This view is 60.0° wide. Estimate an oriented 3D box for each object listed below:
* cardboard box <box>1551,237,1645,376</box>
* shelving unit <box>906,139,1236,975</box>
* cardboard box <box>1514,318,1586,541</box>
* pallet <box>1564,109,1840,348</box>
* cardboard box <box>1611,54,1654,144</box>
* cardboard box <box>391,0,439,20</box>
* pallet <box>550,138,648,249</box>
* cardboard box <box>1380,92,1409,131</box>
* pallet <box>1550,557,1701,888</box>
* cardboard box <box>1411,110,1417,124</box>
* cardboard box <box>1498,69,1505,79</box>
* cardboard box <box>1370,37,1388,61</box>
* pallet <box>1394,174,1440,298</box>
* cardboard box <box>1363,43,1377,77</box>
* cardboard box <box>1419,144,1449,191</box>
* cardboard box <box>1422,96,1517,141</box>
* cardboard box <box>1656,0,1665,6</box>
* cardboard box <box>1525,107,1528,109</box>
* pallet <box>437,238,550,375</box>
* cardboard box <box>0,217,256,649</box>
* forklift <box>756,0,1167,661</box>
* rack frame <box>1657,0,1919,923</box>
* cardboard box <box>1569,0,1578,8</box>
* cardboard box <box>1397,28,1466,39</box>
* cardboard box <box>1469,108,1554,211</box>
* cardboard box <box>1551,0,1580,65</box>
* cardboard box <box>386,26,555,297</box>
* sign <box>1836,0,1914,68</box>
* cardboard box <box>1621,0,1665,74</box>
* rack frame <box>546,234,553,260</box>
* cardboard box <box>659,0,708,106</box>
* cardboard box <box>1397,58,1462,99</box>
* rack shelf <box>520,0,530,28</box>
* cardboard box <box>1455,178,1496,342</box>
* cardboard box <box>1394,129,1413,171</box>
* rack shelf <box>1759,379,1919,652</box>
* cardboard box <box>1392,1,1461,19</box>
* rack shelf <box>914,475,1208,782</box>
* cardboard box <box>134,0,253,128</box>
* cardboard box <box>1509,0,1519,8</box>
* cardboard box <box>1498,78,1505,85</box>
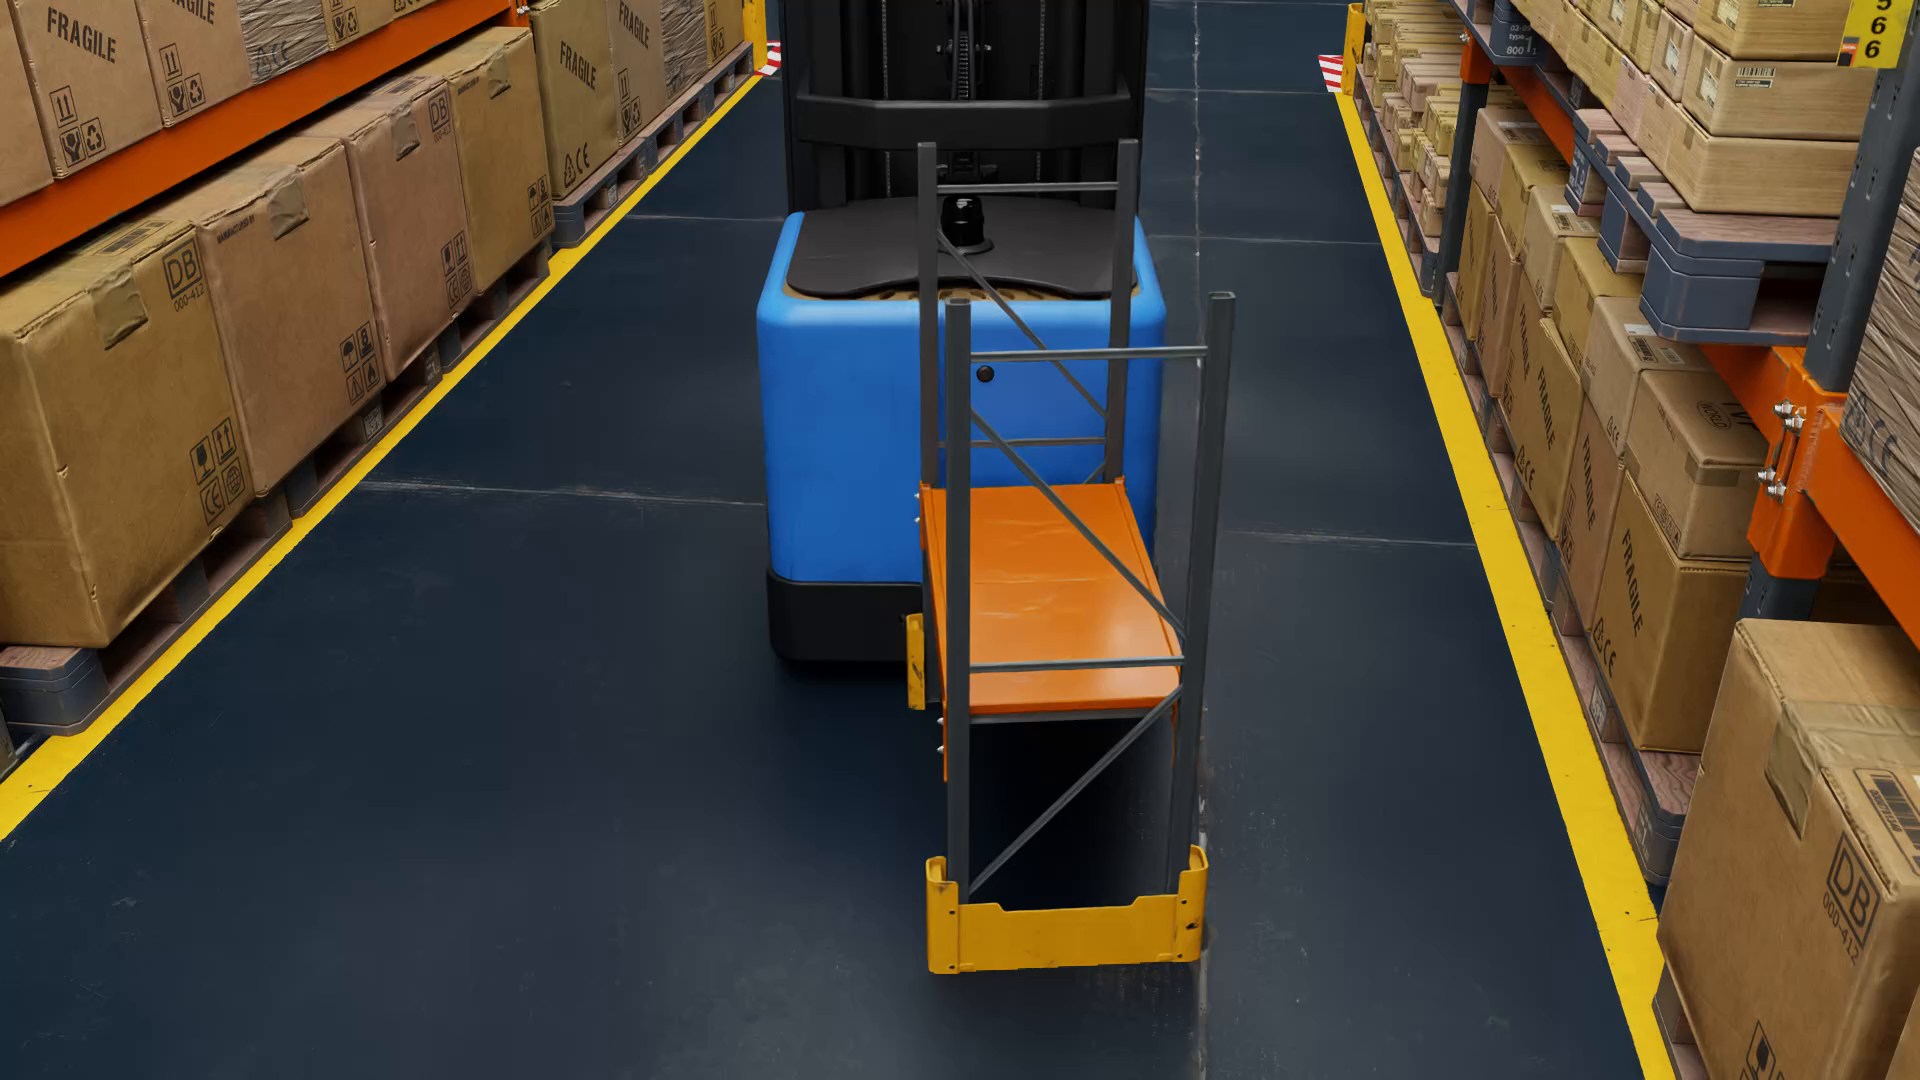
[{"bbox_3d":[1.987,-0.647,4.691,0.500,0.250,0.500,4,29,7],"label":"cardboard box"},{"bbox_3d":[0.189,-0.001,3.670,0.587,1.500,1.083,-2,28,-4],"label":"shelving unit"},{"bbox_3d":[1.971,-0.322,4.879,0.500,0.500,0.500,2,28,4],"label":"cardboard box"},{"bbox_3d":[2.016,-0.676,3.545,1.213,0.211,1.003,3,28,6],"label":"pallet"},{"bbox_3d":[1.701,-0.990,3.747,0.380,0.149,0.250,4,29,7],"label":"cardboard box"},{"bbox_3d":[-2.240,-2.213,6.090,0.500,0.500,0.500,4,29,8],"label":"cardboard box"},{"bbox_3d":[-2.215,-1.763,8.301,1.003,0.211,1.213,3,28,6],"label":"pallet"},{"bbox_3d":[2.464,-2.290,8.900,0.380,0.149,0.250,2,28,4],"label":"cardboard box"},{"bbox_3d":[2.131,0.441,4.209,1.003,0.211,1.213,3,28,6],"label":"pallet"},{"bbox_3d":[2.476,-2.143,8.315,0.380,0.149,0.250,2,28,4],"label":"cardboard box"},{"bbox_3d":[2.993,-2.503,8.669,0.380,0.149,0.250,2,28,4],"label":"cardboard box"},{"bbox_3d":[2.606,-2.888,9.698,0.380,0.149,0.250,3,28,6],"label":"cardboard box"},{"bbox_3d":[2.571,-1.392,7.612,1.003,0.211,1.213,3,28,6],"label":"pallet"},{"bbox_3d":[2.632,-2.887,10.008,0.380,0.149,0.250,4,29,7],"label":"cardboard box"},{"bbox_3d":[2.268,-1.658,7.413,0.380,0.149,0.250,2,28,4],"label":"cardboard box"},{"bbox_3d":[2.325,-1.916,7.580,0.380,0.149,0.250,3,28,6],"label":"cardboard box"},{"bbox_3d":[1.704,-1.254,3.610,0.380,0.149,0.250,4,29,8],"label":"cardboard box"},{"bbox_3d":[2.856,-2.016,7.765,0.380,0.149,0.250,3,28,5],"label":"cardboard box"},{"bbox_3d":[-2.406,-1.043,6.963,1.003,0.211,1.213,3,28,6],"label":"pallet"},{"bbox_3d":[-2.771,-0.328,4.494,1.225,0.875,0.875,2,28,4],"label":"cardboard box"},{"bbox_3d":[0.012,-1.616,5.160,1.130,2.935,3.031,0,28,0],"label":"forklift"},{"bbox_3d":[2.034,-0.419,2.865,1.000,3.000,0.127,3,28,6],"label":"rack frame"},{"bbox_3d":[1.799,-1.491,4.363,0.380,0.149,0.250,4,29,7],"label":"cardboard box"},{"bbox_3d":[2.549,-2.650,8.942,0.380,0.149,0.250,4,29,8],"label":"cardboard box"},{"bbox_3d":[2.171,-1.384,6.058,0.500,0.250,0.500,2,28,4],"label":"cardboard box"},{"bbox_3d":[1.801,-1.356,4.426,0.380,0.149,0.250,4,29,8],"label":"cardboard box"},{"bbox_3d":[-2.445,-1.585,6.826,1.225,0.875,0.875,3,29,6],"label":"cardboard box"},{"bbox_3d":[1.494,-0.921,2.660,0.100,0.325,0.005,3,28,6],"label":"sign"},{"bbox_3d":[1.703,-1.133,3.699,0.380,0.149,0.250,4,29,7],"label":"cardboard box"},{"bbox_3d":[-2.386,-2.638,6.983,1.000,3.000,0.127,3,28,6],"label":"rack frame"},{"bbox_3d":[-2.007,-3.036,9.520,0.875,0.875,0.875,3,28,6],"label":"cardboard box"},{"bbox_3d":[2.396,-2.294,8.282,0.380,0.149,0.250,2,28,4],"label":"cardboard box"},{"bbox_3d":[-2.141,-3.262,8.902,1.077,0.370,4.000,3,28,6],"label":"rack shelf"},{"bbox_3d":[2.170,-1.054,6.236,0.500,0.500,0.500,4,29,8],"label":"cardboard box"},{"bbox_3d":[2.361,-1.923,8.220,0.380,0.149,0.250,3,28,6],"label":"cardboard box"},{"bbox_3d":[1.789,0.839,1.288,1.077,0.370,4.000,3,28,6],"label":"rack shelf"},{"bbox_3d":[2.698,-3.013,9.616,0.380,0.149,0.250,4,29,7],"label":"cardboard box"},{"bbox_3d":[0.189,0.162,3.748,0.538,0.185,1.000,-2,28,-4],"label":"rack shelf"},{"bbox_3d":[-2.426,-1.496,4.759,0.500,0.500,0.500,3,28,5],"label":"cardboard box"},{"bbox_3d":[1.894,-1.731,5.123,0.380,0.149,0.250,2,28,4],"label":"cardboard box"},{"bbox_3d":[3.120,-2.491,8.961,0.380,0.149,0.250,4,29,7],"label":"cardboard box"}]
